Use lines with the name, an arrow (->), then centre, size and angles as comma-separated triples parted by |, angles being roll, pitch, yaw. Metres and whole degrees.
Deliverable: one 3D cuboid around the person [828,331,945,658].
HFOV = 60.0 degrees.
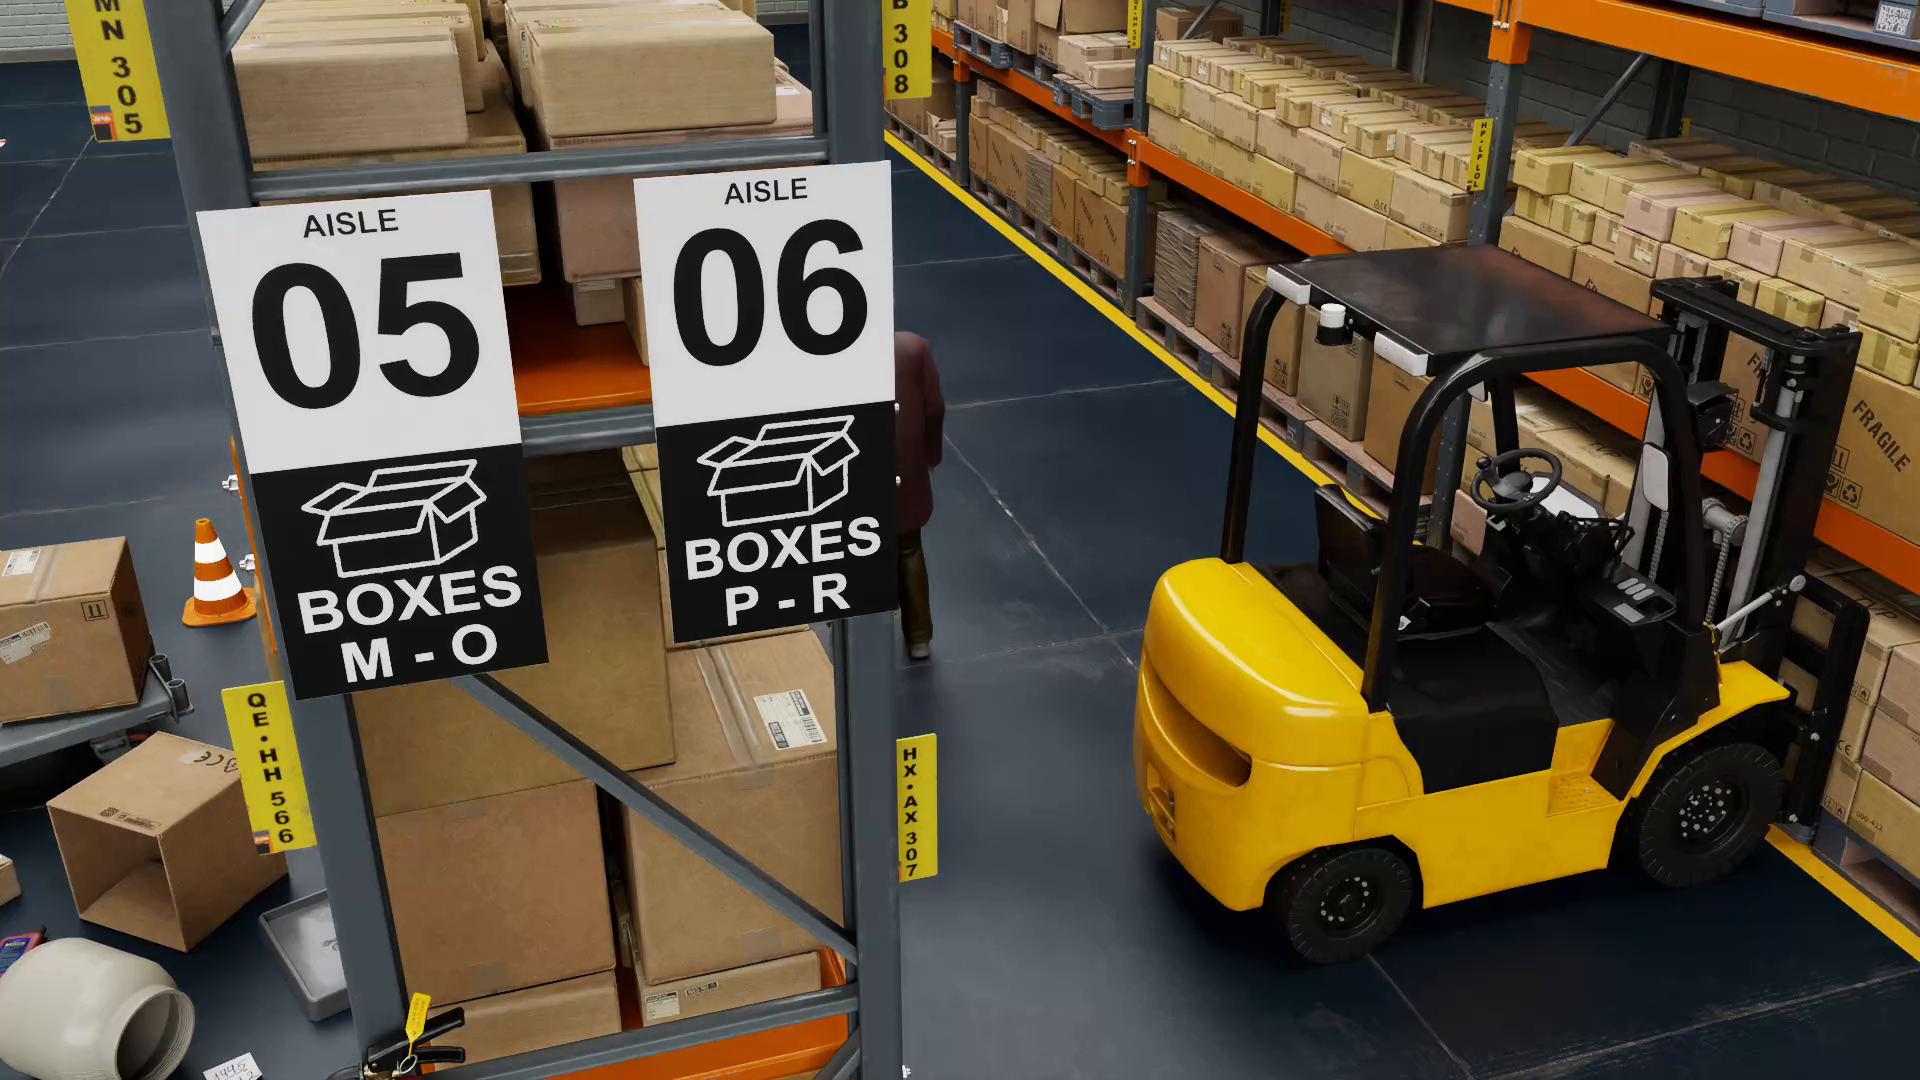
person -> -0.369, -0.288, 7.222 | 0.628, 1.773, 0.427 | -11, 28, -21
